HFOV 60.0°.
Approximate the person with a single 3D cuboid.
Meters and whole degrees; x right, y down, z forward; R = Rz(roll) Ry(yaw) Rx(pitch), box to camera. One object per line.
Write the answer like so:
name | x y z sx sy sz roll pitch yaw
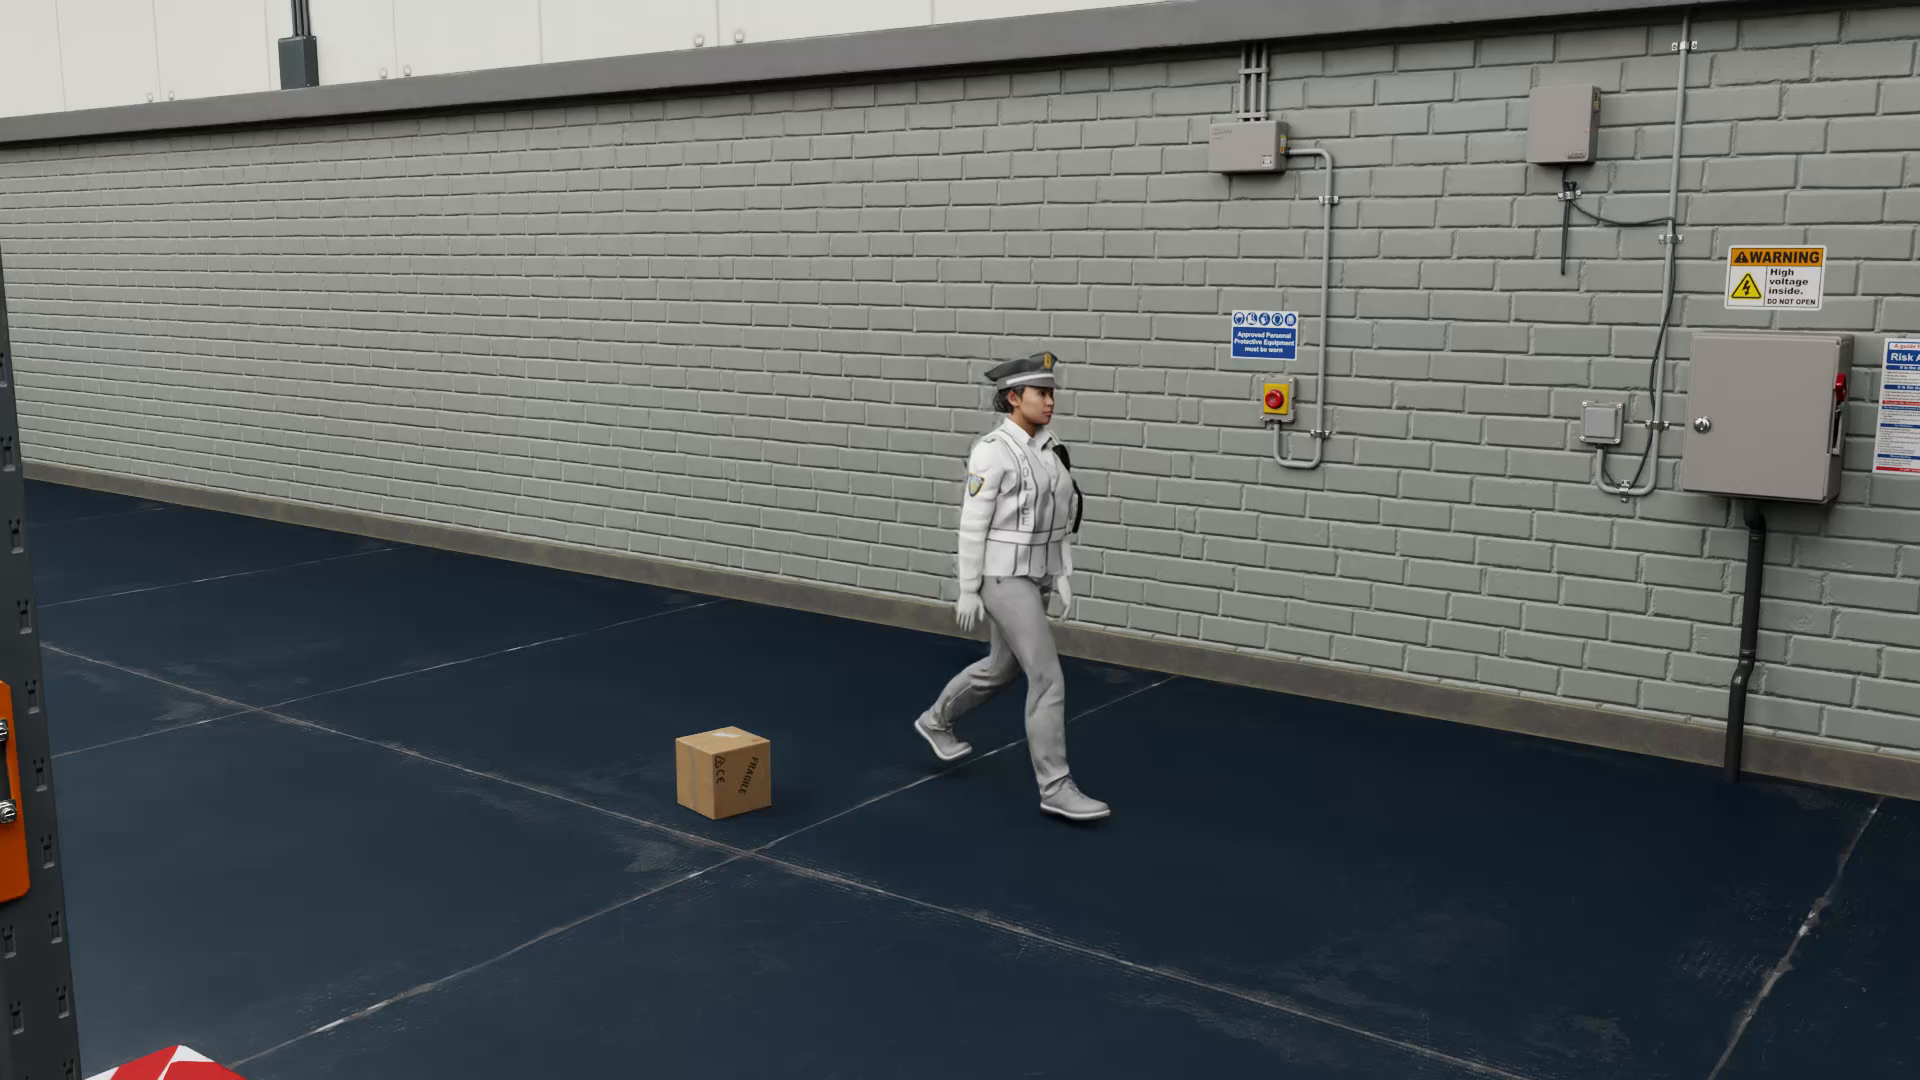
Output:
person | 0.189 0.126 6.082 0.977 1.638 0.484 7 12 34
